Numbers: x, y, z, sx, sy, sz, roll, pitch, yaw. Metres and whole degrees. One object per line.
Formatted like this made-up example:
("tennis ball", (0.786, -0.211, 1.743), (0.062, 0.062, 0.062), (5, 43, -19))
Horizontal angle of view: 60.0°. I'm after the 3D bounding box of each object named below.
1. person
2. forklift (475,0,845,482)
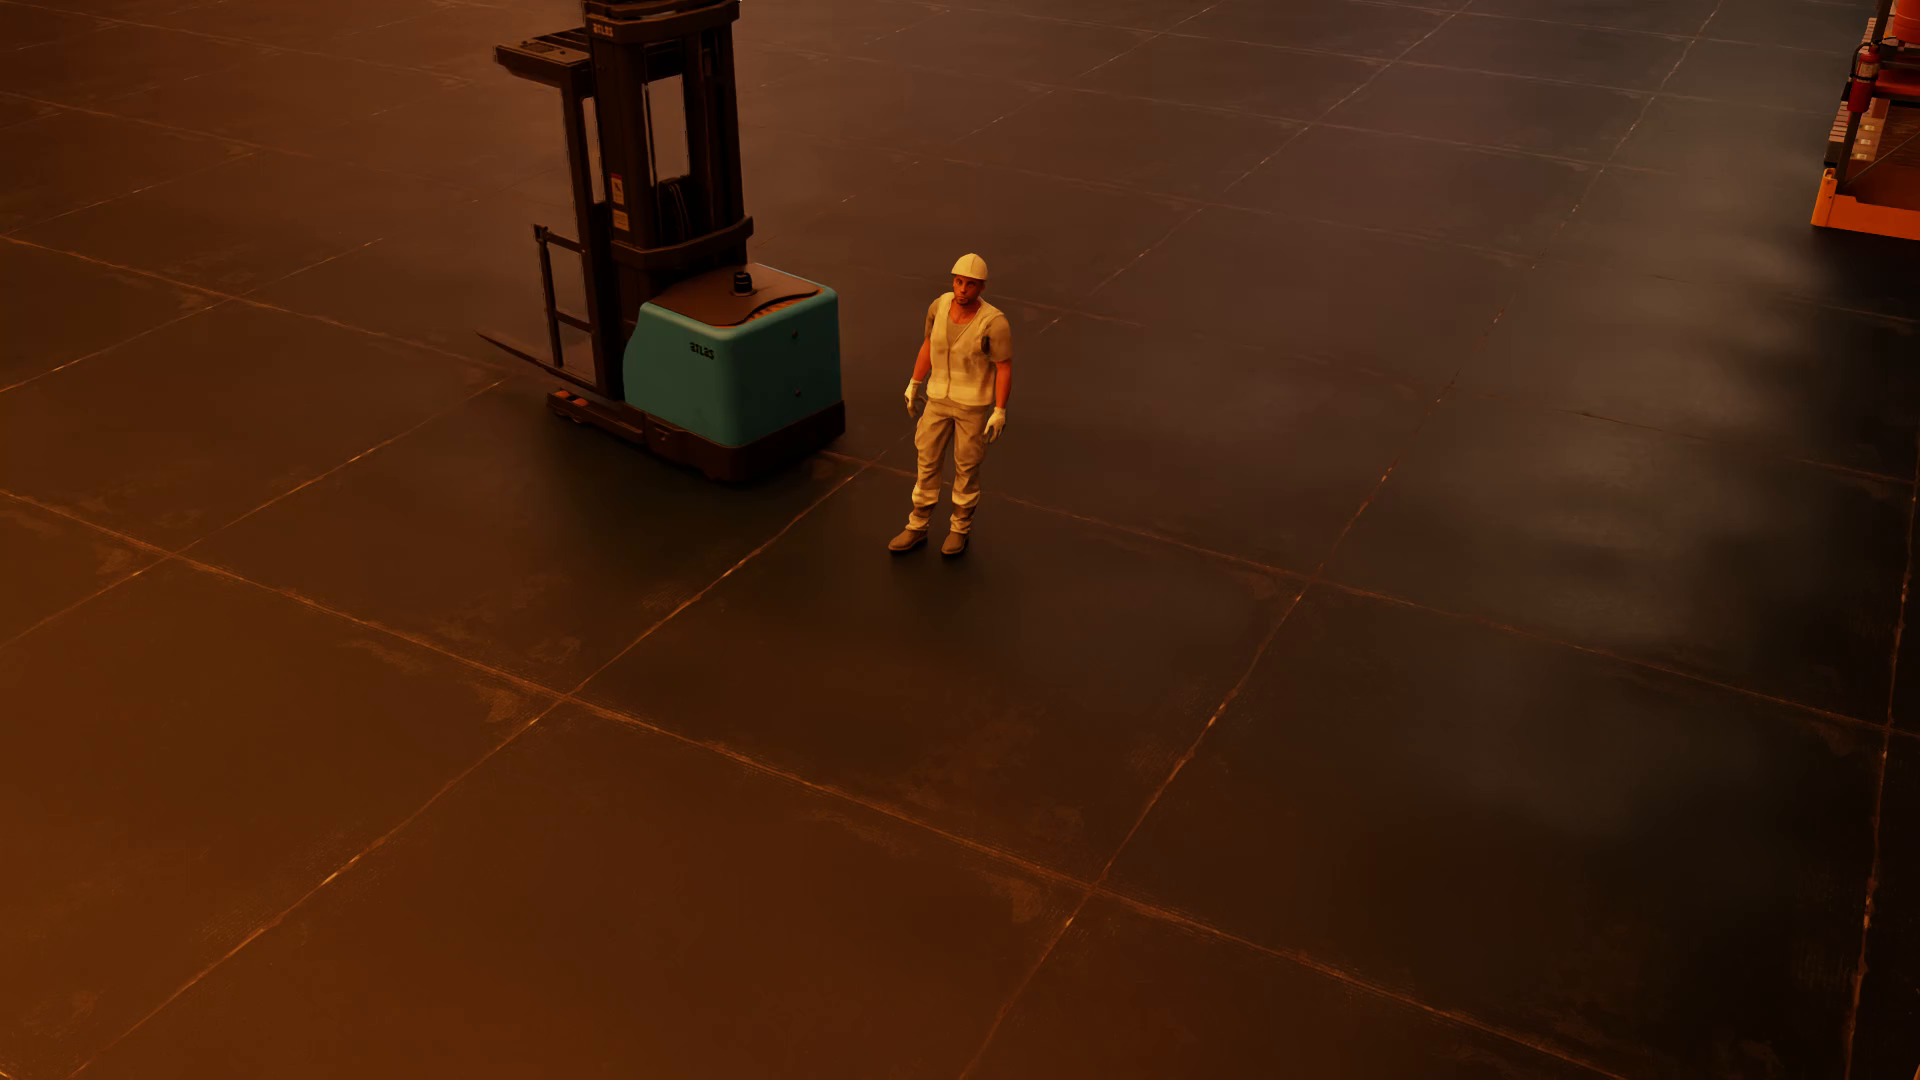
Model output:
("person", (-0.050, -0.749, 9.496), (0.637, 1.790, 0.562), (15, 33, 25))
("forklift", (-2.210, -2.246, 10.962), (3.031, 2.935, 1.130), (23, 37, 35))
